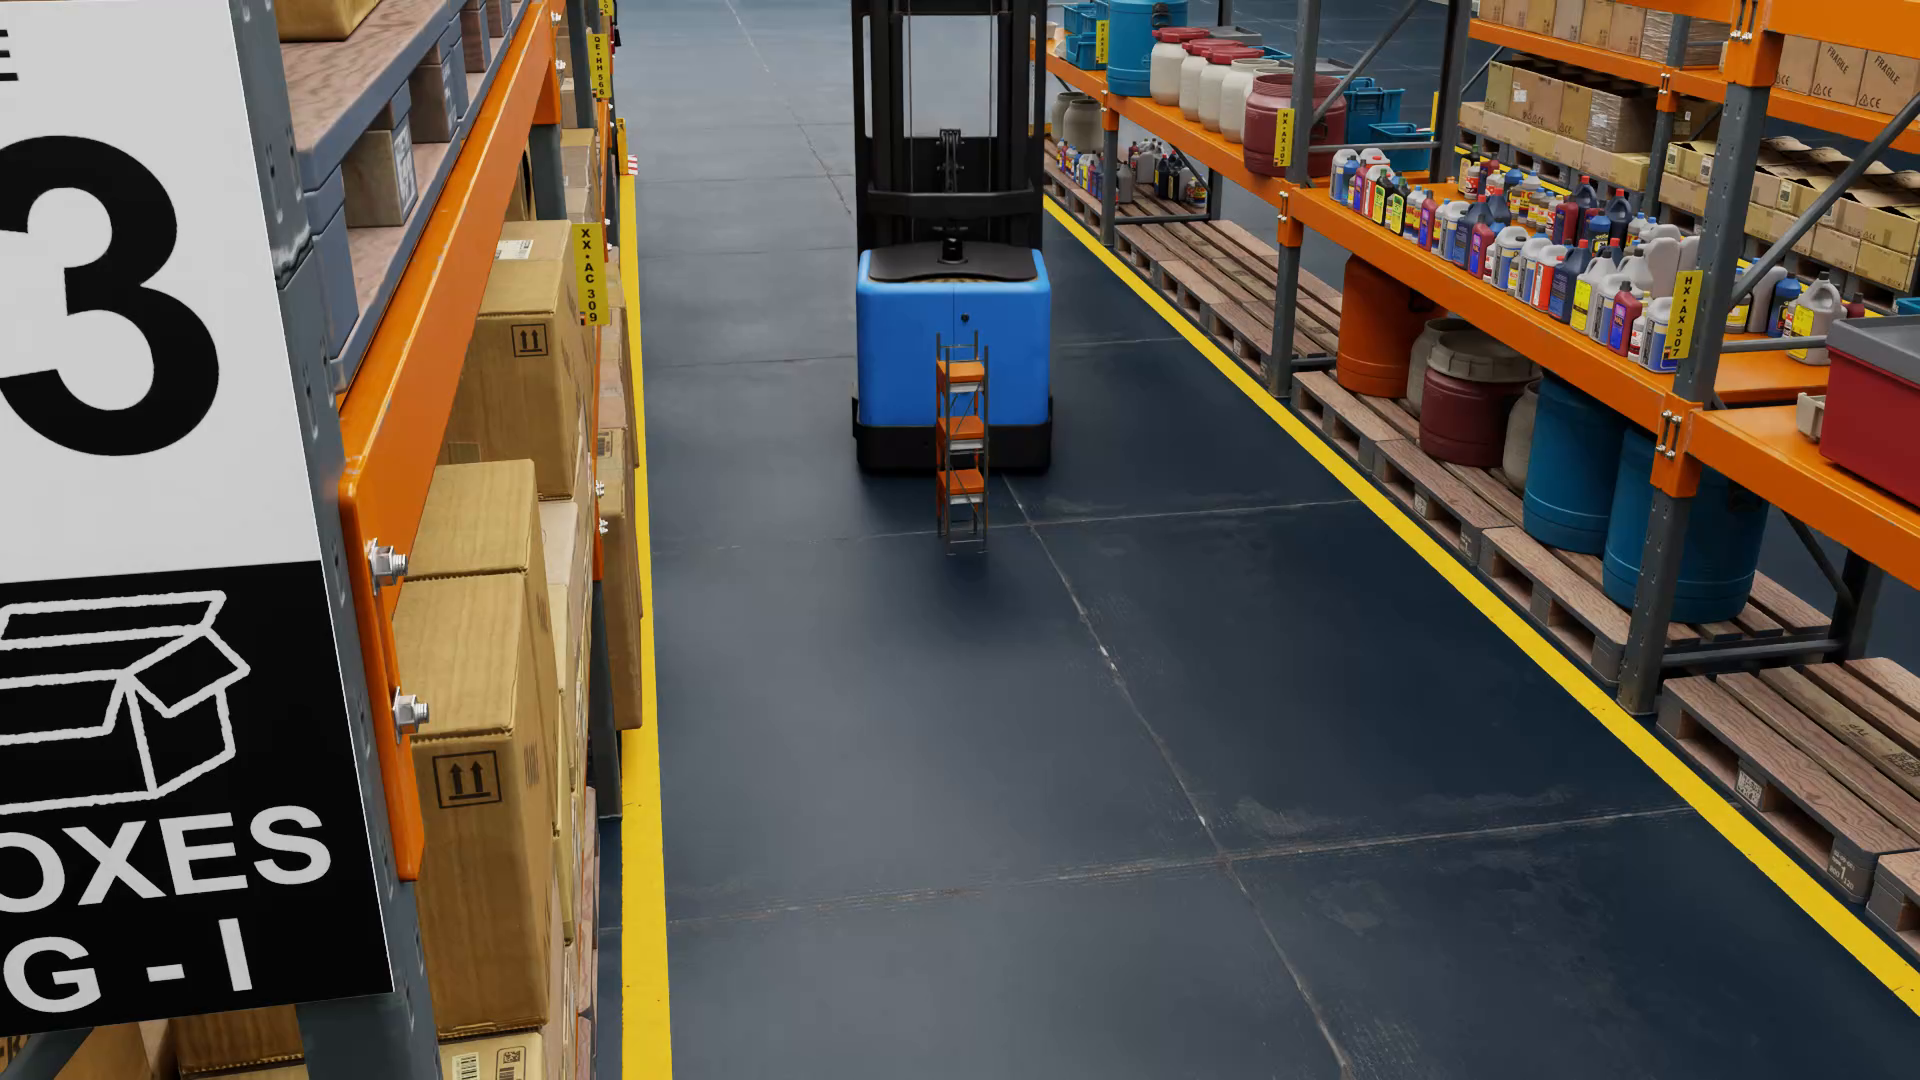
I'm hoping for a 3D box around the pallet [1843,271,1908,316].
[{"bbox_3d":[7.172,-1.714,11.910,1.003,0.211,1.213,-4,24,-10],"label":"pallet"}]

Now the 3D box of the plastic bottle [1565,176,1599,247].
[{"bbox_3d":[3.111,-1.634,8.306,0.144,0.351,0.185,-4,24,-10],"label":"plastic bottle"}]

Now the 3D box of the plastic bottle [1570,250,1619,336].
[{"bbox_3d":[2.665,-1.041,6.948,0.144,0.351,0.185,-4,24,-10],"label":"plastic bottle"}]

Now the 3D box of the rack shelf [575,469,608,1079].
[{"bbox_3d":[-1.341,0.756,3.669,1.077,0.370,4.000,-4,24,-10],"label":"rack shelf"}]

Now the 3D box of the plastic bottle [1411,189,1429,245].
[{"bbox_3d":[2.345,-1.636,8.408,0.097,0.271,0.097,0,24,0],"label":"plastic bottle"}]

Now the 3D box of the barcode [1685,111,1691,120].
[{"bbox_3d":[6.184,-3.603,14.126,0.001,0.075,0.075,-4,24,-10],"label":"barcode"}]

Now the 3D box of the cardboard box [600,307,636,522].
[{"bbox_3d":[-2.186,-0.528,7.841,1.225,0.875,0.875,-4,24,-10],"label":"cardboard box"}]

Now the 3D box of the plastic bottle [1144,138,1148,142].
[{"bbox_3d":[1.748,-3.669,15.747,0.061,0.283,0.133,-4,24,-8],"label":"plastic bottle"}]

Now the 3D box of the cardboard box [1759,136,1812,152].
[{"bbox_3d":[6.903,-3.290,14.244,0.500,0.311,0.500,-4,24,-10],"label":"cardboard box"}]

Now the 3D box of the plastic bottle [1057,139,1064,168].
[{"bbox_3d":[0.967,-3.662,15.745,0.097,0.271,0.097,0,24,0],"label":"plastic bottle"}]

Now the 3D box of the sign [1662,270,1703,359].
[{"bbox_3d":[2.616,-0.813,6.019,0.100,0.325,0.005,-4,24,-10],"label":"sign"}]

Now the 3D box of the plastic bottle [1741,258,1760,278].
[{"bbox_3d":[3.383,-1.069,7.111,0.097,0.271,0.097,0,24,0],"label":"plastic bottle"}]

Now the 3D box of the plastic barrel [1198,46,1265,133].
[{"bbox_3d":[1.854,-3.084,11.394,0.433,0.535,0.433,0,24,0],"label":"plastic barrel"}]

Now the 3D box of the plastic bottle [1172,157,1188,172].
[{"bbox_3d":[1.936,-3.209,14.610,0.144,0.351,0.185,-4,24,-8],"label":"plastic bottle"}]

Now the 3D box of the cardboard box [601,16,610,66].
[{"bbox_3d":[-3.271,-4.070,13.324,0.875,0.500,0.500,-4,24,-10],"label":"cardboard box"}]

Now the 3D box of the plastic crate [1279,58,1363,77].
[{"bbox_3d":[2.419,-2.987,11.262,0.402,0.464,0.583,-4,24,-10],"label":"plastic crate"}]

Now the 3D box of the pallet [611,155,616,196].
[{"bbox_3d":[-3.800,-3.450,15.886,1.003,0.211,1.213,-4,24,-10],"label":"pallet"}]

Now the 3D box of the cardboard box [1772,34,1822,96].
[{"bbox_3d":[6.769,-3.774,13.018,0.500,0.500,0.500,-3,24,-6],"label":"cardboard box"}]

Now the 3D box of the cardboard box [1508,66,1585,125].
[{"bbox_3d":[5.886,-4.468,16.706,0.500,0.500,0.500,-4,24,-10],"label":"cardboard box"}]

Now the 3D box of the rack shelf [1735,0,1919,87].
[{"bbox_3d":[3.526,-0.985,3.908,1.077,0.370,4.000,-4,24,-10],"label":"rack shelf"}]

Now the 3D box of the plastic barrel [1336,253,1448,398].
[{"bbox_3d":[2.524,-1.307,9.681,0.600,0.830,0.708,-4,24,-10],"label":"plastic barrel"}]

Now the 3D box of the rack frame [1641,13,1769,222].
[{"bbox_3d":[6.546,-4.238,14.206,1.000,3.000,0.127,-4,24,-10],"label":"rack frame"}]

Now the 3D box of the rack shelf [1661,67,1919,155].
[{"bbox_3d":[6.916,-3.122,12.549,1.077,0.370,4.000,-4,24,-10],"label":"rack shelf"}]

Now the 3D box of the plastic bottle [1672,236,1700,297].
[{"bbox_3d":[3.274,-1.244,7.506,0.152,0.276,0.135,-4,24,-10],"label":"plastic bottle"}]

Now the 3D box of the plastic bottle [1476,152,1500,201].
[{"bbox_3d":[2.954,-2.028,9.292,0.061,0.283,0.133,-4,24,-10],"label":"plastic bottle"}]

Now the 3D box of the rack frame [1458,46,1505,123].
[{"bbox_3d":[5.806,-5.812,17.809,1.000,3.000,0.127,-4,24,-10],"label":"rack frame"}]

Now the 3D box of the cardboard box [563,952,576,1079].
[{"bbox_3d":[-0.859,0.861,2.846,0.380,0.149,0.250,-5,24,-11],"label":"cardboard box"}]

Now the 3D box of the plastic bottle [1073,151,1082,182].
[{"bbox_3d":[1.086,-3.408,15.164,0.097,0.271,0.097,0,24,0],"label":"plastic bottle"}]

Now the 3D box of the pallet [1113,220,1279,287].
[{"bbox_3d":[1.861,-2.289,13.228,1.003,0.211,1.213,-4,24,-10],"label":"pallet"}]

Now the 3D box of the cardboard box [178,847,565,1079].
[{"bbox_3d":[-0.897,0.733,2.639,0.500,0.250,0.500,-5,24,-10],"label":"cardboard box"}]

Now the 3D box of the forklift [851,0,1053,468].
[{"bbox_3d":[-0.066,-2.272,9.789,1.130,2.935,3.031,-1,24,-1],"label":"forklift"}]

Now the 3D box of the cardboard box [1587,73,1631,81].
[{"bbox_3d":[6.488,-4.310,16.344,0.500,0.500,0.500,-4,24,-10],"label":"cardboard box"}]

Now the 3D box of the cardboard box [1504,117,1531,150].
[{"bbox_3d":[5.875,-4.124,16.854,0.500,0.250,0.500,-4,24,-10],"label":"cardboard box"}]

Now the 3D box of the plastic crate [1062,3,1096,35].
[{"bbox_3d":[1.324,-5.204,16.603,0.499,0.251,0.616,-4,24,-10],"label":"plastic crate"}]

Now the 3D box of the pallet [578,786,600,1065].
[{"bbox_3d":[-1.647,1.223,5.186,1.003,0.211,1.213,-4,24,-10],"label":"pallet"}]

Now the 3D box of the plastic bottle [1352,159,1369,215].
[{"bbox_3d":[2.195,-1.920,9.043,0.061,0.283,0.133,-4,24,-10],"label":"plastic bottle"}]

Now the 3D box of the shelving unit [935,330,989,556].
[{"bbox_3d":[0.010,-0.460,7.992,0.215,1.050,0.252,-4,24,-10],"label":"shelving unit"}]

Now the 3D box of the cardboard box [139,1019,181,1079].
[{"bbox_3d":[-1.415,0.775,2.543,0.500,0.250,0.500,-5,24,-11],"label":"cardboard box"}]

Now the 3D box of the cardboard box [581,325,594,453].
[{"bbox_3d":[-1.550,-0.605,5.763,0.500,0.500,0.500,-4,24,-10],"label":"cardboard box"}]

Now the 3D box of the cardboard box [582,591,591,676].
[{"bbox_3d":[-1.142,0.256,4.231,0.380,0.149,0.250,-4,24,-9],"label":"cardboard box"}]

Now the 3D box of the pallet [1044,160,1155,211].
[{"bbox_3d":[1.365,-3.343,15.642,1.003,0.211,1.213,-4,24,-10],"label":"pallet"}]

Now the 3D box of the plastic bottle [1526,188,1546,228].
[{"bbox_3d":[3.047,-1.752,8.763,0.097,0.201,0.097,0,24,0],"label":"plastic bottle"}]

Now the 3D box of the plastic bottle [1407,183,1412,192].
[{"bbox_3d":[2.384,-1.849,8.985,0.097,0.201,0.097,0,24,0],"label":"plastic bottle"}]

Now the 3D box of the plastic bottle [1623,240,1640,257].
[{"bbox_3d":[3.112,-1.285,7.692,0.097,0.201,0.097,0,24,0],"label":"plastic bottle"}]

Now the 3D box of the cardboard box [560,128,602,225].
[{"bbox_3d":[-2.116,-1.803,8.506,0.500,0.500,0.500,-4,24,-8],"label":"cardboard box"}]

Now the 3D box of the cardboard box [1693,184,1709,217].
[{"bbox_3d":[6.470,-2.793,13.807,0.500,0.250,0.500,-4,24,-8],"label":"cardboard box"}]

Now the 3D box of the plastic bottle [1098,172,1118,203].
[{"bbox_3d":[1.275,-3.093,14.344,0.144,0.351,0.185,-5,24,-11],"label":"plastic bottle"}]

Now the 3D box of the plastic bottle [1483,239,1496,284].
[{"bbox_3d":[2.489,-1.296,7.719,0.097,0.201,0.097,0,24,0],"label":"plastic bottle"}]

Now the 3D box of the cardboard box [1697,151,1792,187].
[{"bbox_3d":[6.465,-3.049,13.694,0.500,0.311,0.500,-5,24,-10],"label":"cardboard box"}]

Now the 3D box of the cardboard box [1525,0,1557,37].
[{"bbox_3d":[6.068,-5.271,16.446,0.700,0.500,0.500,-4,24,-9],"label":"cardboard box"}]

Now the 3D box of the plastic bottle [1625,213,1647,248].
[{"bbox_3d":[3.219,-1.419,7.912,0.097,0.271,0.097,0,24,0],"label":"plastic bottle"}]
